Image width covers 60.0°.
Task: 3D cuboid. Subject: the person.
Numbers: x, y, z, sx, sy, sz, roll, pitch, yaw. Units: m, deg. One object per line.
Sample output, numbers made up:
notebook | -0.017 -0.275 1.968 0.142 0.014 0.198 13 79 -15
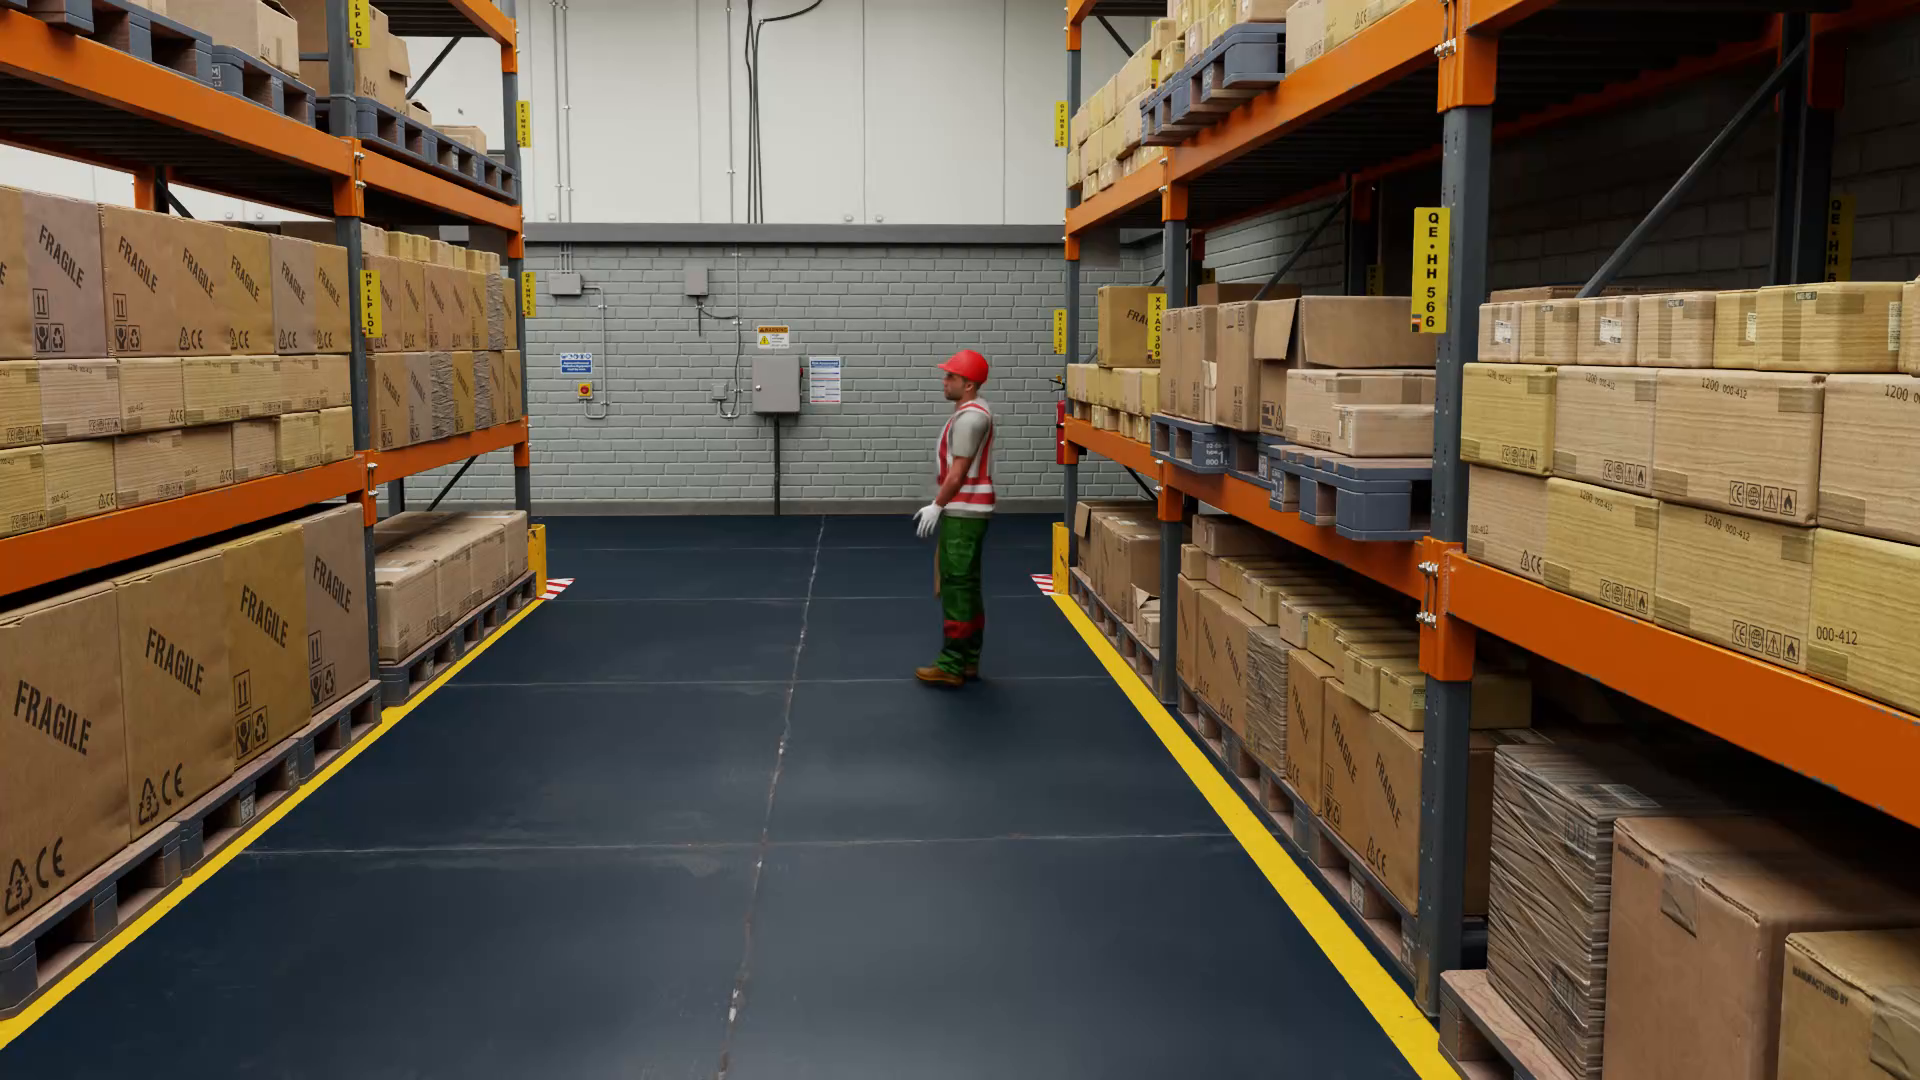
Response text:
person | -0.030 -0.128 9.003 0.440 1.800 0.580 1 7 5
